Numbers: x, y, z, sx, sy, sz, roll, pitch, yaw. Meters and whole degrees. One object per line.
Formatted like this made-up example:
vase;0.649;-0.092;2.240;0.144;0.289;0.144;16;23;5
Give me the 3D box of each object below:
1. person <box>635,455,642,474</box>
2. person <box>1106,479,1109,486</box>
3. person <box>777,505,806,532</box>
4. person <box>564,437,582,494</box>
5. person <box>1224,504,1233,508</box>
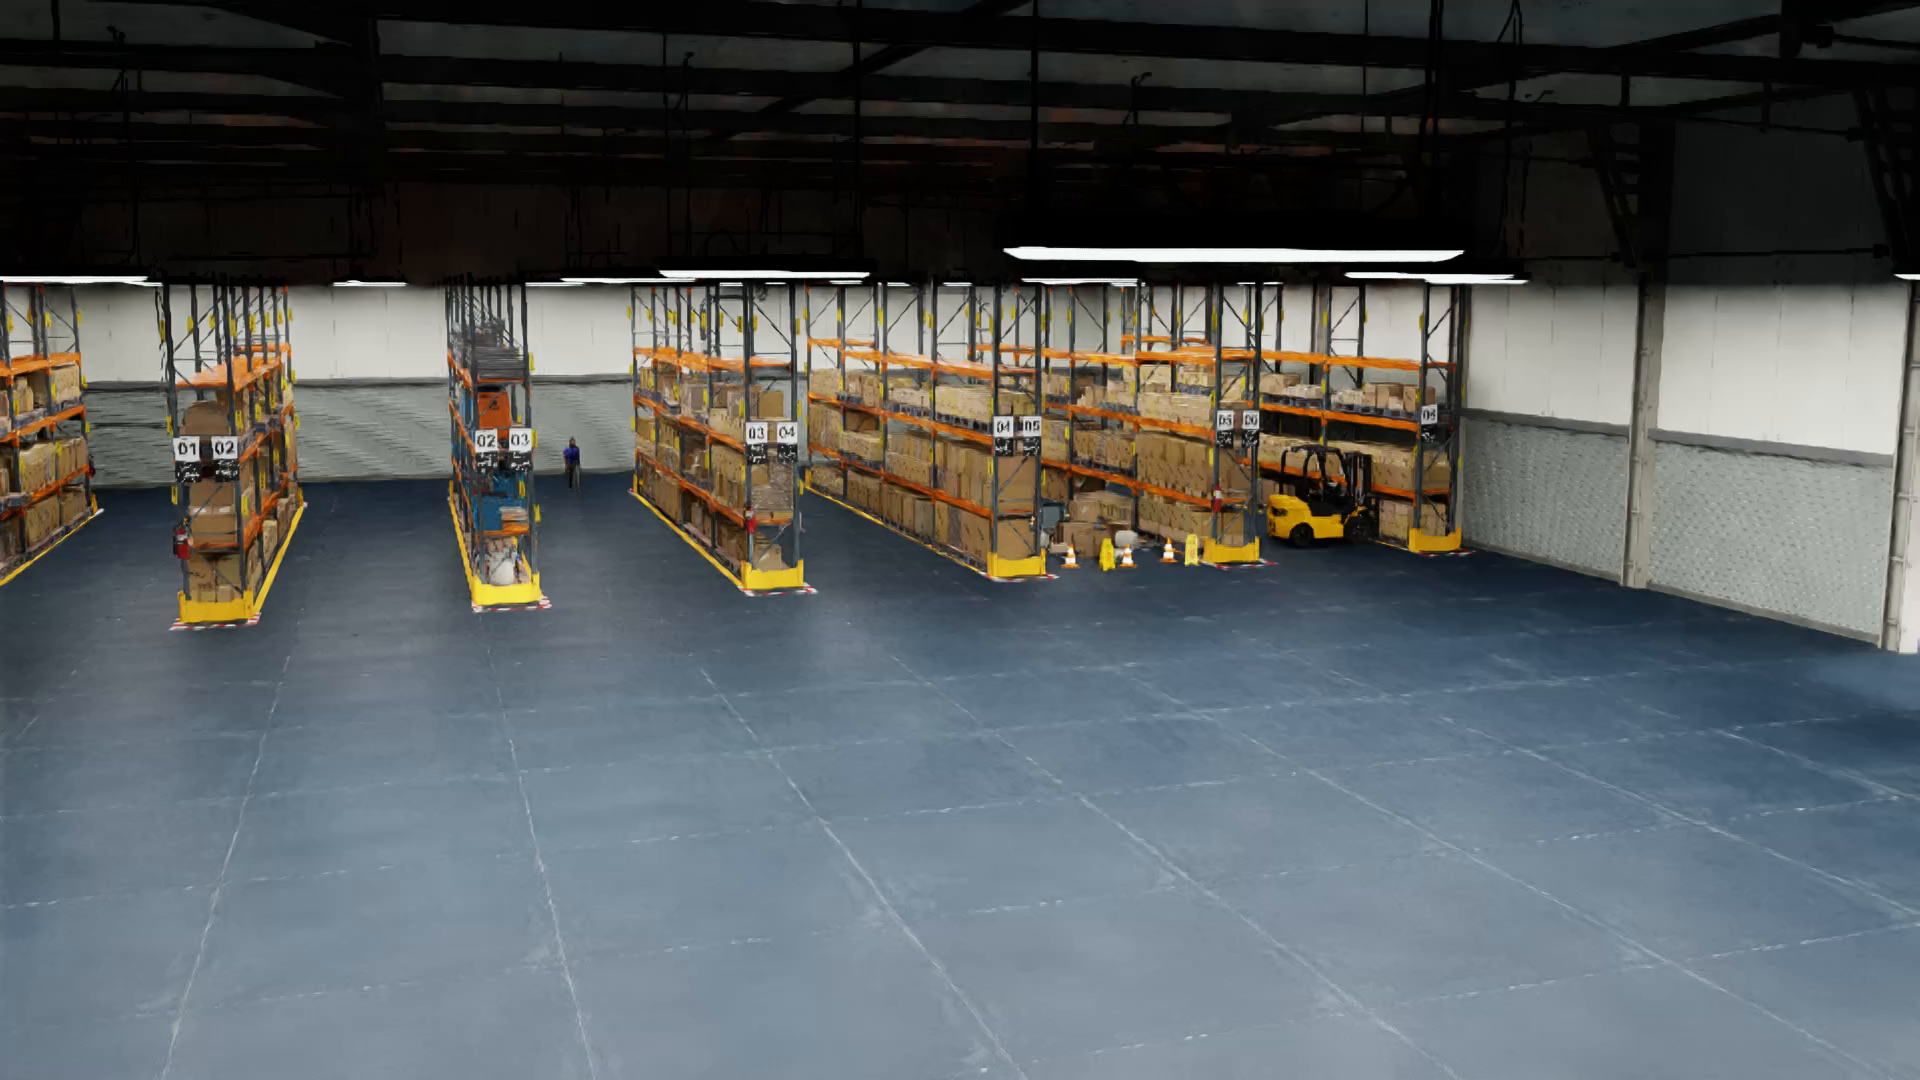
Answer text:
person;-9.513;-2.610;49.993;0.485;1.617;0.957;1;9;5
person;4.102;-2.409;48.457;0.515;1.699;0.502;0;9;0
person;-4.034;-1.022;39.234;0.536;1.659;1.036;-4;10;-26
person;-10.880;-2.103;46.697;0.447;1.560;1.088;-3;9;-16
person;6.233;-0.919;38.845;0.449;1.583;0.467;2;9;13
